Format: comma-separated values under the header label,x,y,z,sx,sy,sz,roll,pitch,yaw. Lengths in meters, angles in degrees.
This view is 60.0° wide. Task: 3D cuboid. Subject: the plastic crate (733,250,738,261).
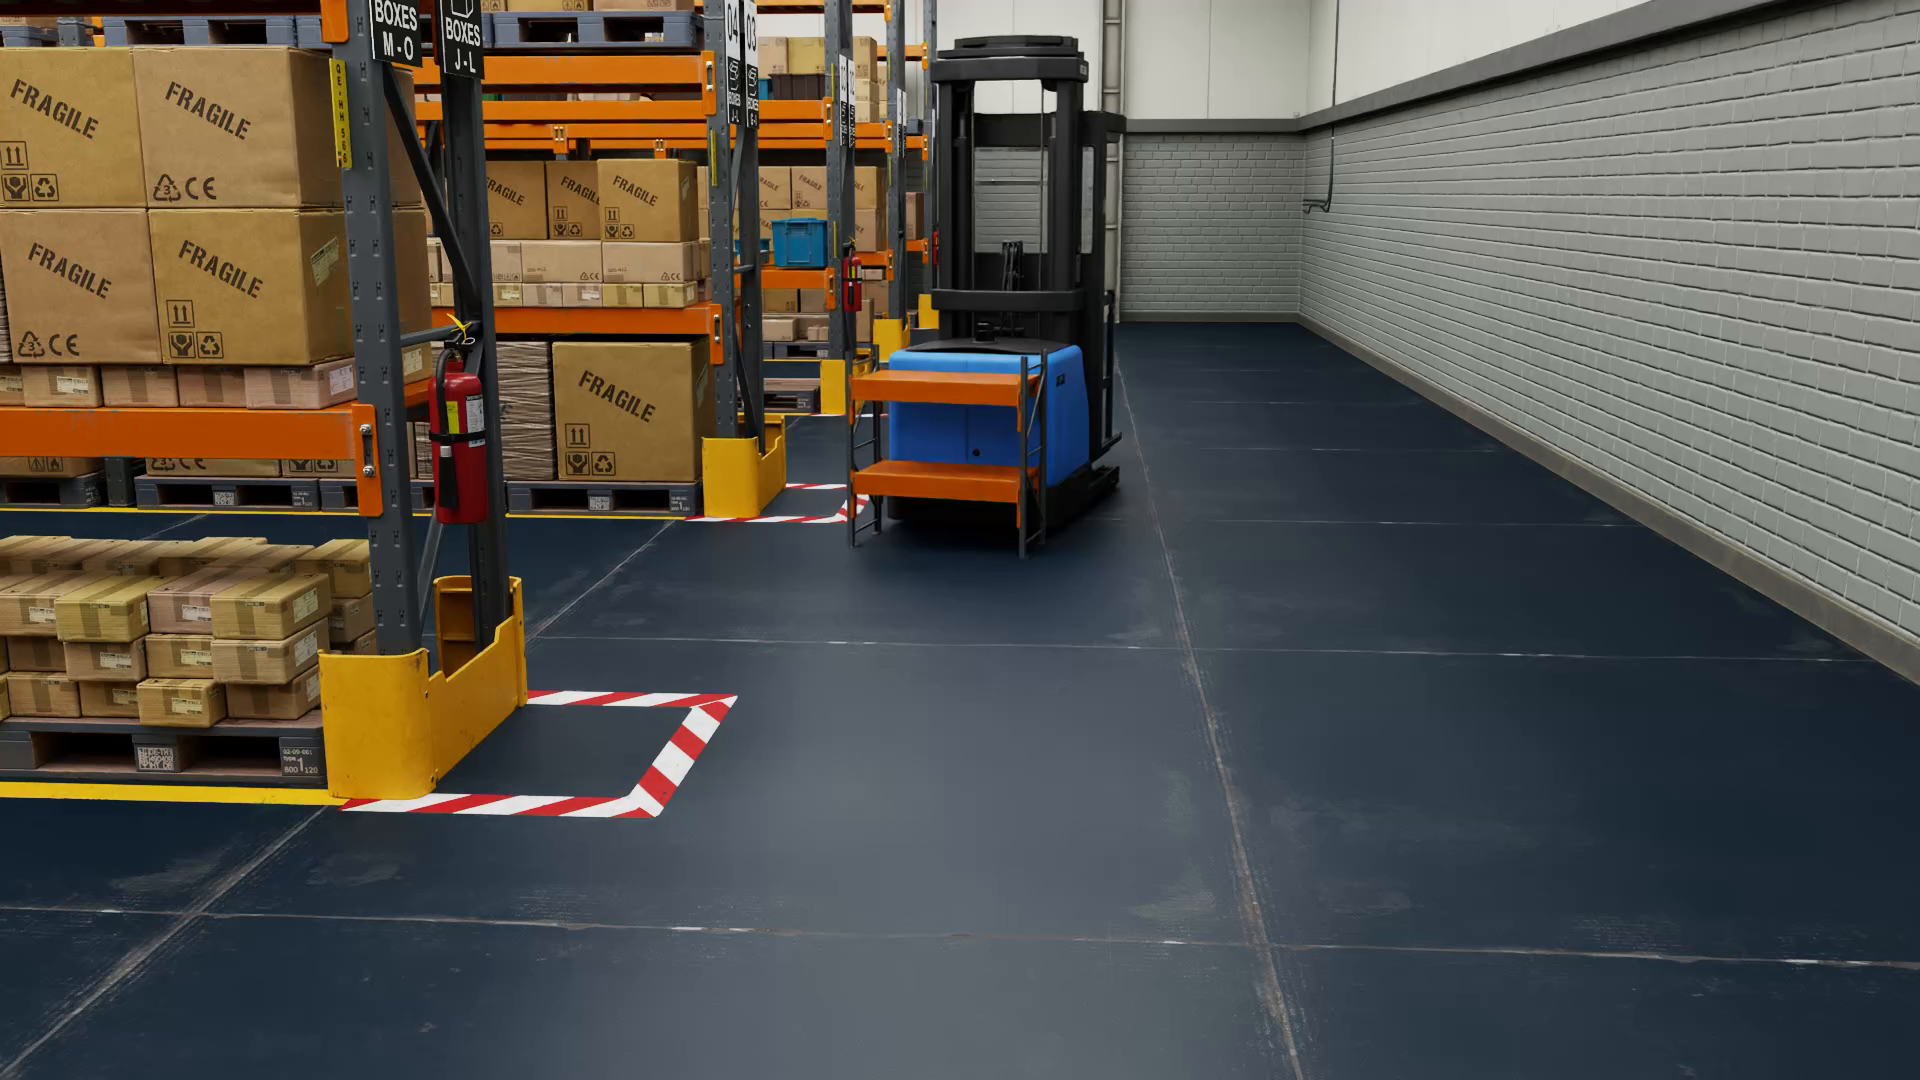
label,x,y,z,sx,sy,sz,roll,pitch,yaw
plastic crate,-2.215,-2.619,15.459,0.243,0.136,0.396,1,12,4

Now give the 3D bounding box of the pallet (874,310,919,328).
label,x,y,z,sx,sy,sz,roll,pitch,yaw
pallet,-1.242,-3.391,25.465,1.213,0.211,1.003,1,12,4

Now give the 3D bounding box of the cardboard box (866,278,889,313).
label,x,y,z,sx,sy,sz,roll,pitch,yaw
cardboard box,-1.144,-3.732,25.365,0.500,0.500,0.700,1,12,4

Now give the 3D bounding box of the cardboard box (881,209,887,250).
label,x,y,z,sx,sy,sz,roll,pitch,yaw
cardboard box,-1.192,-3.858,20.642,0.500,0.500,0.500,1,12,5

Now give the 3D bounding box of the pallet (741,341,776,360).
label,x,y,z,sx,sy,sz,roll,pitch,yaw
pallet,-2.852,-2.413,20.790,1.213,0.211,1.003,1,12,4

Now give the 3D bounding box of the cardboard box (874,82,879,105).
label,x,y,z,sx,sy,sz,roll,pitch,yaw
cardboard box,-1.262,-5.449,20.310,0.500,0.250,0.500,1,12,4

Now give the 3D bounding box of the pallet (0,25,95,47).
label,x,y,z,sx,sy,sz,roll,pitch,yaw
pallet,-6.341,-3.157,10.677,1.217,0.209,0.805,0,12,1

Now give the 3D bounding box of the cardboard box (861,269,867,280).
label,x,y,z,sx,sy,sz,roll,pitch,yaw
cardboard box,-1.540,-4.018,25.145,0.250,0.149,0.380,1,12,5

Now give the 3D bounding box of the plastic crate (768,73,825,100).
label,x,y,z,sx,sy,sz,roll,pitch,yaw
plastic crate,-1.467,-4.204,15.532,0.590,0.269,0.497,1,12,4

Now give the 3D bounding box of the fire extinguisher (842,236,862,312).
label,x,y,z,sx,sy,sz,roll,pitch,yaw
fire extinguisher,-0.981,-2.422,15.121,0.183,0.674,0.296,1,12,4

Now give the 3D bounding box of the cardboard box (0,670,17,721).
label,x,y,z,sx,sy,sz,roll,pitch,yaw
cardboard box,-3.431,0.516,5.911,0.250,0.149,0.380,0,12,1

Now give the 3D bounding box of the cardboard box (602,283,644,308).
label,x,y,z,sx,sy,sz,roll,pitch,yaw
cardboard box,-2.069,-1.543,10.434,0.250,0.149,0.380,1,12,4

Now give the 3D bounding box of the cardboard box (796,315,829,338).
label,x,y,z,sx,sy,sz,roll,pitch,yaw
cardboard box,-1.789,-2.691,20.947,0.500,0.250,0.500,1,12,4

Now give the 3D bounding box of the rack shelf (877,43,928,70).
label,x,y,z,sx,sy,sz,roll,pitch,yaw
rack shelf,-2.435,-7.177,24.835,4.000,0.370,1.077,1,12,4

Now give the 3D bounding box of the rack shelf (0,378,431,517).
label,x,y,z,sx,sy,sz,roll,pitch,yaw
rack shelf,-3.860,-0.389,6.058,4.000,0.370,1.077,1,12,4

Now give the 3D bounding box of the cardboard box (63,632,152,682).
label,x,y,z,sx,sy,sz,roll,pitch,yaw
cardboard box,-2.929,0.375,5.860,0.250,0.149,0.380,0,12,1

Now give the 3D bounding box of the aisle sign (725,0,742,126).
label,x,y,z,sx,sy,sz,roll,pitch,yaw
aisle sign,-1.380,-2.936,10.127,0.004,0.787,0.394,1,12,4

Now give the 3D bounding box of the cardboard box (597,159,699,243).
label,x,y,z,sx,sy,sz,roll,pitch,yaw
cardboard box,-1.936,-2.118,10.374,0.500,0.500,0.500,1,12,4

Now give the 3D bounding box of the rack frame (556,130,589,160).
label,x,y,z,sx,sy,sz,roll,pitch,yaw
rack frame,-4.758,-3.804,20.627,0.127,3.000,1.000,1,12,4

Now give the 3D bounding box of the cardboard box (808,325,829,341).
label,x,y,z,sx,sy,sz,roll,pitch,yaw
cardboard box,-1.724,-2.559,20.520,0.250,0.166,0.380,1,12,4

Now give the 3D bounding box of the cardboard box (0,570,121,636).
label,x,y,z,sx,sy,sz,roll,pitch,yaw
cardboard box,-3.177,0.220,5.873,0.250,0.149,0.380,0,12,1

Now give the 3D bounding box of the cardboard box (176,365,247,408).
label,x,y,z,sx,sy,sz,roll,pitch,yaw
cardboard box,-2.454,-0.548,5.678,0.250,0.149,0.380,1,12,4

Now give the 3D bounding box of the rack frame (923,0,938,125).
label,x,y,z,sx,sy,sz,roll,pitch,yaw
rack frame,-0.439,-7.698,24.589,0.127,3.000,1.000,1,12,4

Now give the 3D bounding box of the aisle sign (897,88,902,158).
label,x,y,z,sx,sy,sz,roll,pitch,yaw
aisle sign,-0.719,-4.958,19.796,0.004,0.787,0.394,1,12,4

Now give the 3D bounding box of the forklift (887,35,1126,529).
label,x,y,z,sx,sy,sz,roll,pitch,yaw
forklift,0.466,-1.758,11.014,1.130,2.935,3.031,3,12,16

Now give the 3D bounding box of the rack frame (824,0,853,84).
label,x,y,z,sx,sy,sz,roll,pitch,yaw
rack frame,-1.101,-5.674,14.914,0.127,3.000,1.000,1,12,4

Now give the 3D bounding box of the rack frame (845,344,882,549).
label,x,y,z,sx,sy,sz,roll,pitch,yaw
rack frame,-0.558,-0.551,9.654,0.032,1.125,0.500,4,12,16

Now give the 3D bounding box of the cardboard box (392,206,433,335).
label,x,y,z,sx,sy,sz,roll,pitch,yaw
cardboard box,-2.294,-0.971,6.112,0.500,0.500,0.500,1,12,6

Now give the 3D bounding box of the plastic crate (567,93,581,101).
label,x,y,z,sx,sy,sz,roll,pitch,yaw
plastic crate,-3.798,-4.192,15.798,0.466,0.136,0.293,1,12,4

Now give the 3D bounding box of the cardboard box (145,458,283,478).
label,x,y,z,sx,sy,sz,roll,pitch,yaw
cardboard box,-4.770,-0.920,11.006,0.875,0.875,0.875,1,12,4

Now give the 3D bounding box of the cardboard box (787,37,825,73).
label,x,y,z,sx,sy,sz,roll,pitch,yaw
cardboard box,-1.773,-5.784,20.079,0.500,0.500,0.700,1,12,4

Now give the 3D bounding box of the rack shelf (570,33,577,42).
label,x,y,z,sx,sy,sz,roll,pitch,yaw
rack shelf,-6.753,-6.220,20.258,4.000,0.370,1.077,1,12,4

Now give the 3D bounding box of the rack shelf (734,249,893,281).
label,x,y,z,sx,sy,sz,roll,pitch,yaw
rack shelf,-2.762,-3.425,20.570,4.000,0.370,1.077,1,12,4

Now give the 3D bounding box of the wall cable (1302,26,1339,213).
label,x,y,z,sx,sy,sz,roll,pitch,yaw
wall cable,5.180,-6.027,24.188,0.112,2.526,3.097,1,12,4

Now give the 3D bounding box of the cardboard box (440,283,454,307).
label,x,y,z,sx,sy,sz,roll,pitch,yaw
cardboard box,-3.087,-1.557,10.500,0.250,0.149,0.380,1,12,4

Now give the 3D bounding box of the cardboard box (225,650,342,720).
label,x,y,z,sx,sy,sz,roll,pitch,yaw
cardboard box,-2.404,0.512,5.933,0.250,0.149,0.380,1,12,5

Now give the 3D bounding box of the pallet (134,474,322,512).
label,x,y,z,sx,sy,sz,roll,pitch,yaw
pallet,-4.670,-0.389,11.112,1.213,0.211,1.003,1,12,4

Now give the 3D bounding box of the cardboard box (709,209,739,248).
label,x,y,z,sx,sy,sz,roll,pitch,yaw
cardboard box,-2.750,-3.770,20.220,0.500,0.500,0.500,1,12,3

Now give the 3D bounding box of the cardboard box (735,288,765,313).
label,x,y,z,sx,sy,sz,roll,pitch,yaw
cardboard box,-3.190,-3.759,25.493,0.500,0.500,0.700,1,12,3

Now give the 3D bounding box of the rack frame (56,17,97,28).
label,x,y,z,sx,sy,sz,roll,pitch,yaw
rack frame,-5.423,-4.717,10.338,0.127,3.000,1.000,1,12,4

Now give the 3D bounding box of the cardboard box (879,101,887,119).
label,x,y,z,sx,sy,sz,roll,pitch,yaw
cardboard box,-1.188,-6.366,24.647,0.500,0.250,0.500,1,12,5

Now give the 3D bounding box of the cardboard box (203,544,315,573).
label,x,y,z,sx,sy,sz,roll,pitch,yaw
cardboard box,-2.648,0.129,6.308,0.250,0.149,0.380,1,12,5

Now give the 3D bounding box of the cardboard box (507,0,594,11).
label,x,y,z,sx,sy,sz,roll,pitch,yaw
cardboard box,-2.508,-3.526,10.457,0.500,0.500,0.700,0,12,2

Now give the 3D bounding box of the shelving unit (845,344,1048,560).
label,x,y,z,sx,sy,sz,roll,pitch,yaw
shelving unit,-0.072,-0.521,9.511,1.048,1.125,0.538,4,12,16

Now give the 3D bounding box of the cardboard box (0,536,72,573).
label,x,y,z,sx,sy,sz,roll,pitch,yaw
cardboard box,-3.679,0.094,6.474,0.250,0.149,0.380,1,12,5

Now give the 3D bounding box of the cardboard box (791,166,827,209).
label,x,y,z,sx,sy,sz,roll,pitch,yaw
cardboard box,-1.733,-4.244,20.046,0.500,0.500,0.500,1,12,5

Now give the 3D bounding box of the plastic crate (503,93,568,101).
label,x,y,z,sx,sy,sz,roll,pitch,yaw
plastic crate,-3.871,-4.123,15.147,0.590,0.269,0.497,1,12,4

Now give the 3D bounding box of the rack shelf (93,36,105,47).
label,x,y,z,sx,sy,sz,roll,pitch,yaw
rack shelf,-14.408,-7.536,25.579,4.000,0.370,1.077,1,12,4

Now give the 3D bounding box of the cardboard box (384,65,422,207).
label,x,y,z,sx,sy,sz,roll,pitch,yaw
cardboard box,-2.295,-1.458,5.999,0.500,0.500,0.500,1,12,3

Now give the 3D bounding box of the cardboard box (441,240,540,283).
label,x,y,z,sx,sy,sz,roll,pitch,yaw
cardboard box,-2.947,-1.764,10.515,0.500,0.250,0.500,0,12,2

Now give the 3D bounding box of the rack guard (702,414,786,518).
label,x,y,z,sx,sy,sz,roll,pitch,yaw
rack guard,-1.408,-0.502,10.945,0.348,0.500,1.175,1,12,4
